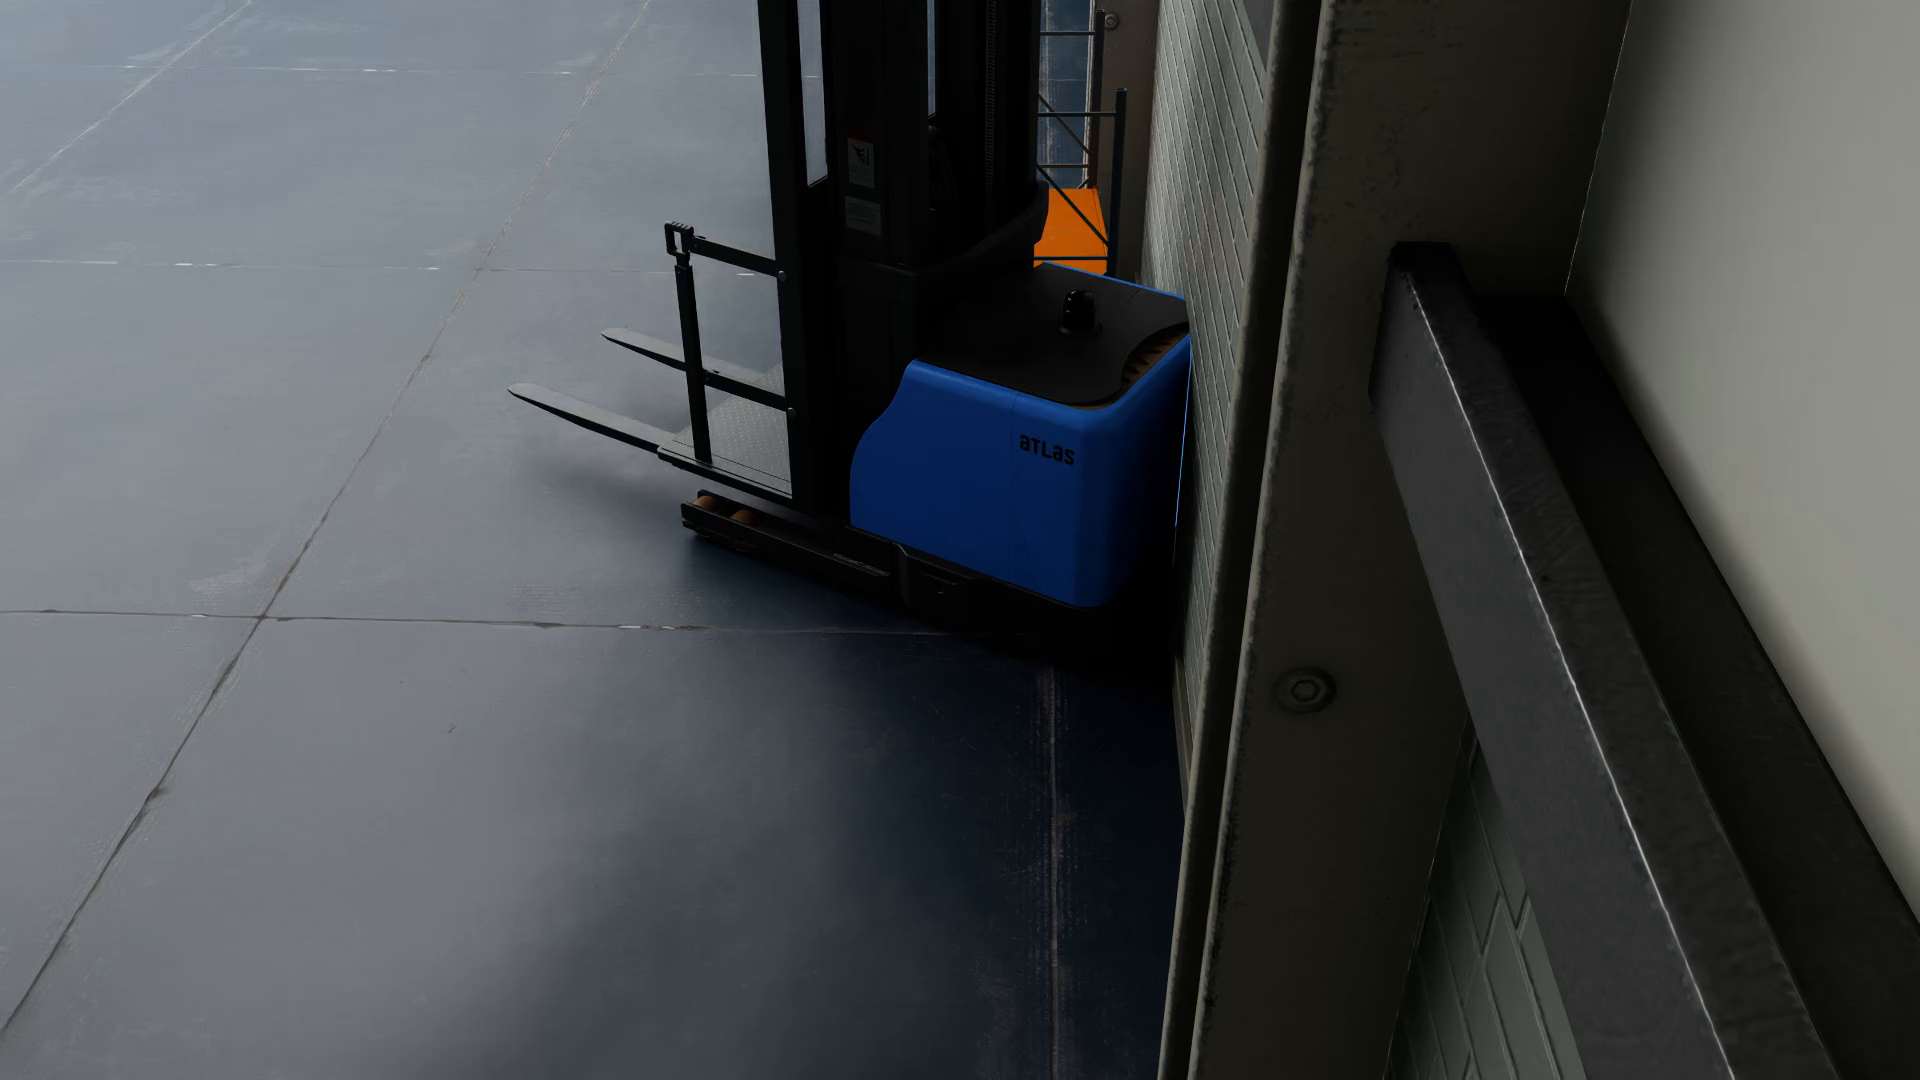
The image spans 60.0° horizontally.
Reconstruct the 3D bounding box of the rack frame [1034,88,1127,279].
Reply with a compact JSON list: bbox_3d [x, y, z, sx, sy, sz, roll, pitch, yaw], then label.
[{"bbox_3d":[0.427,-1.211,7.169,0.500,1.500,0.032,0,35,-1],"label":"rack frame"}]

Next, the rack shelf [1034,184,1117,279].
[{"bbox_3d":[0.419,-1.357,7.689,0.538,0.185,1.000,0,35,-1],"label":"rack shelf"}]

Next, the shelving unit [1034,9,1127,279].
[{"bbox_3d":[0.419,-1.509,7.593,0.587,1.500,1.083,0,35,-1],"label":"shelving unit"}]

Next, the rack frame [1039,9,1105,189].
[{"bbox_3d":[0.411,-1.796,8.001,0.500,1.500,0.032,0,35,-1],"label":"rack frame"}]

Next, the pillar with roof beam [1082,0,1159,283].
[{"bbox_3d":[-3.523,-5.134,6.229,9.100,9.000,0.400,1,35,2],"label":"pillar with roof beam"}]

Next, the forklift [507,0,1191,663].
[{"bbox_3d":[-0.529,-1.388,6.175,3.031,2.935,1.130,20,40,25],"label":"forklift"}]
